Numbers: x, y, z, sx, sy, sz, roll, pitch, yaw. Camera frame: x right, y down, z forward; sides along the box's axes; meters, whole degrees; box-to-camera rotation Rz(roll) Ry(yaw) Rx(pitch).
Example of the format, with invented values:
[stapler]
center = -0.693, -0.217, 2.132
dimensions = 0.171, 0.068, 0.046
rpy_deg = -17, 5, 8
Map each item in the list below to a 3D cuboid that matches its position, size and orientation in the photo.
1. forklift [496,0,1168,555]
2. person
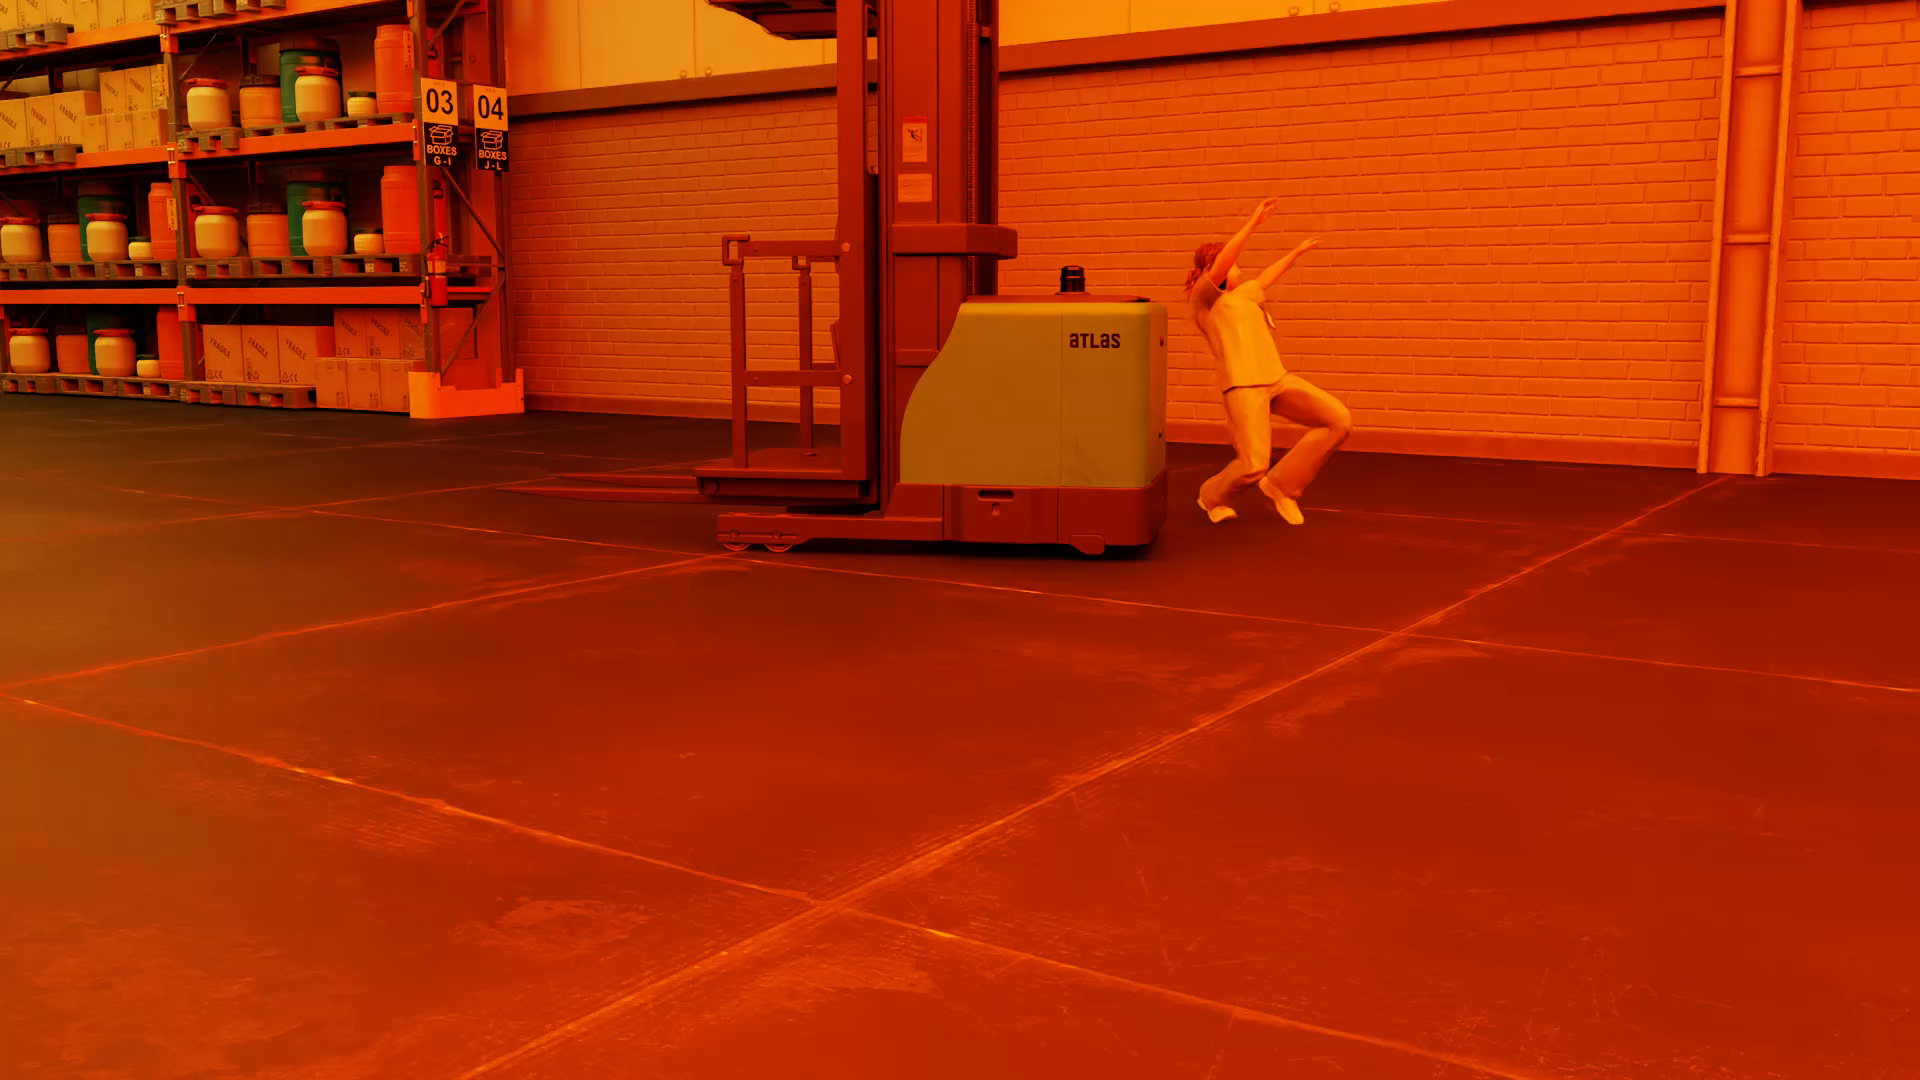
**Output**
[forklift]
center = -0.596, -1.469, 7.520
dimensions = 3.031, 2.935, 1.130
rpy_deg = 2, 8, 12
[person]
center = 1.540, -0.849, 8.089
dimensions = 0.951, 1.566, 0.781
rpy_deg = -7, 11, -42
